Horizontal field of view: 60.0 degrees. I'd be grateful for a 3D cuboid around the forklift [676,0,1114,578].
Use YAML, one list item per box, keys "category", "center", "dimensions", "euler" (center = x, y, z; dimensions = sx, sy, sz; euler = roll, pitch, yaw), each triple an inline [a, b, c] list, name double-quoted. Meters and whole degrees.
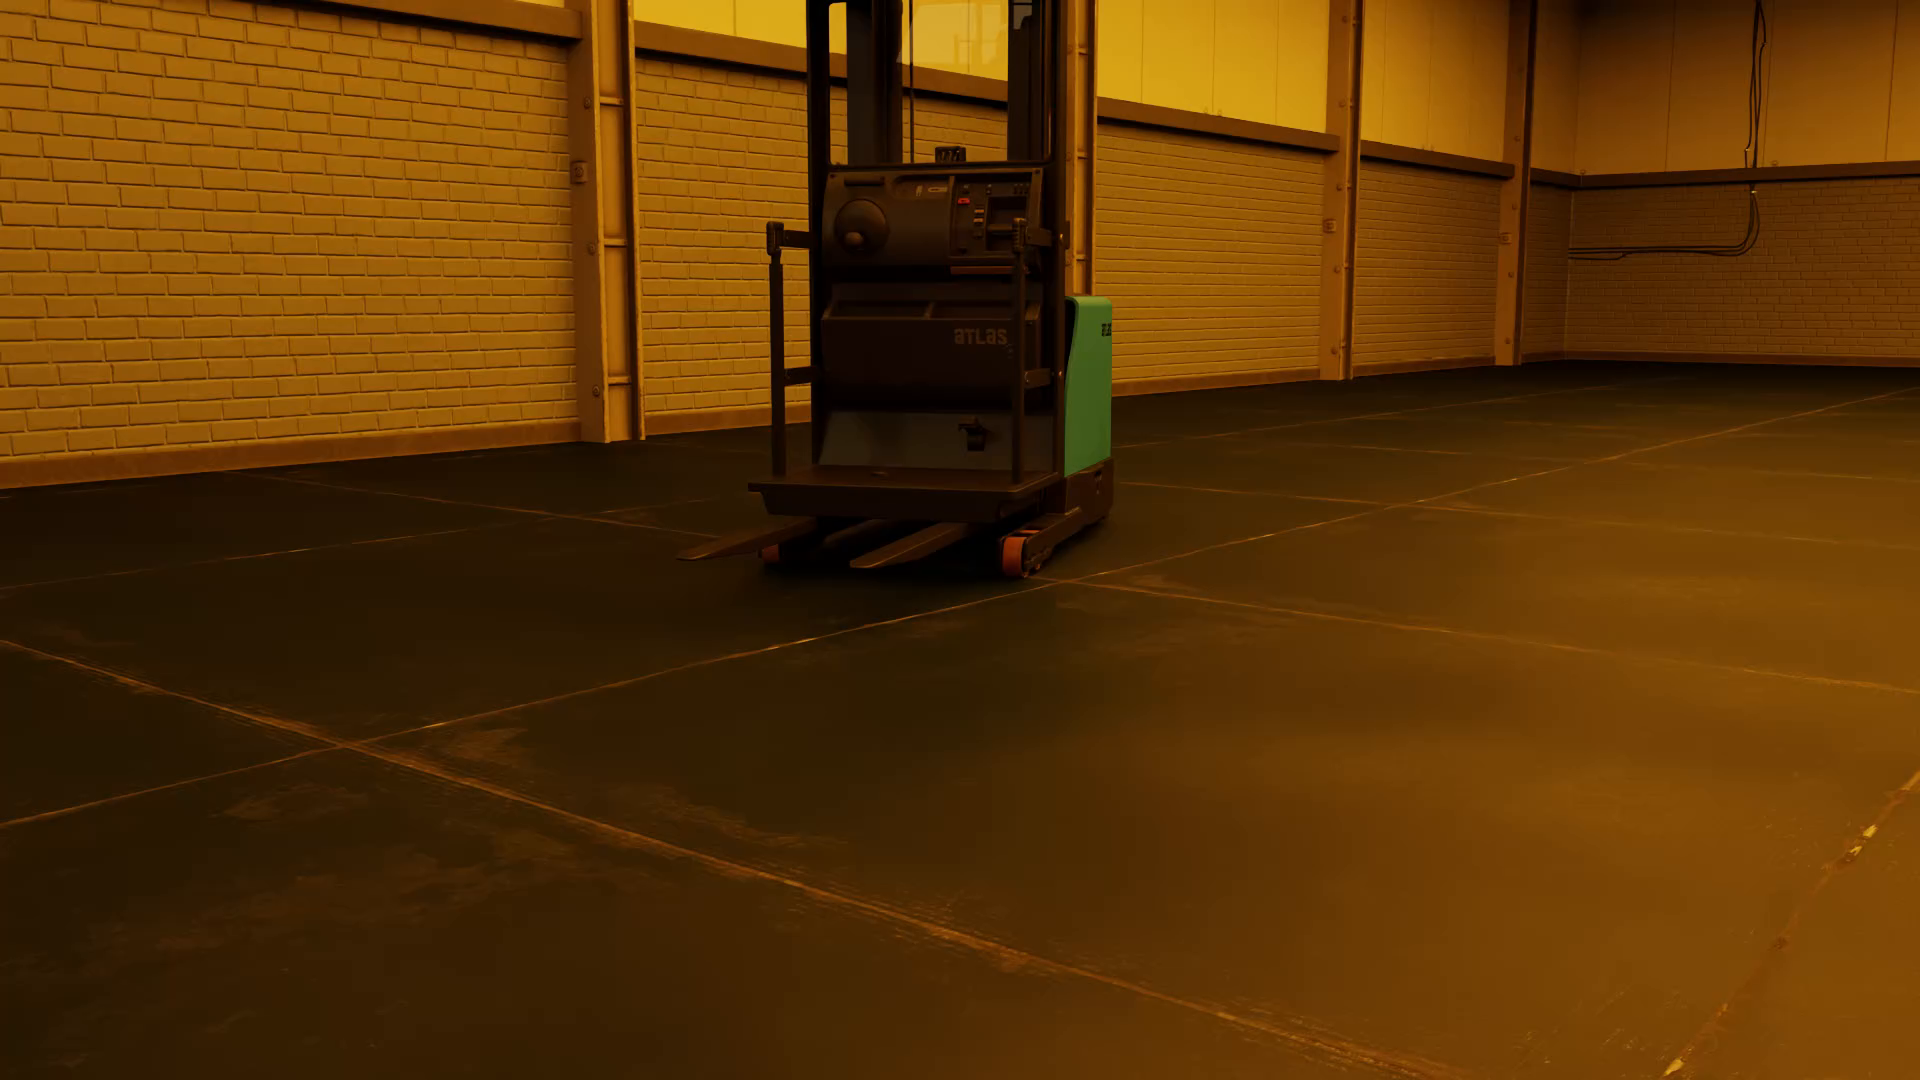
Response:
- category: "forklift"
  center: [-0.176, -1.366, 6.616]
  dimensions: [1.130, 2.935, 3.031]
  euler: [3, 9, 17]
